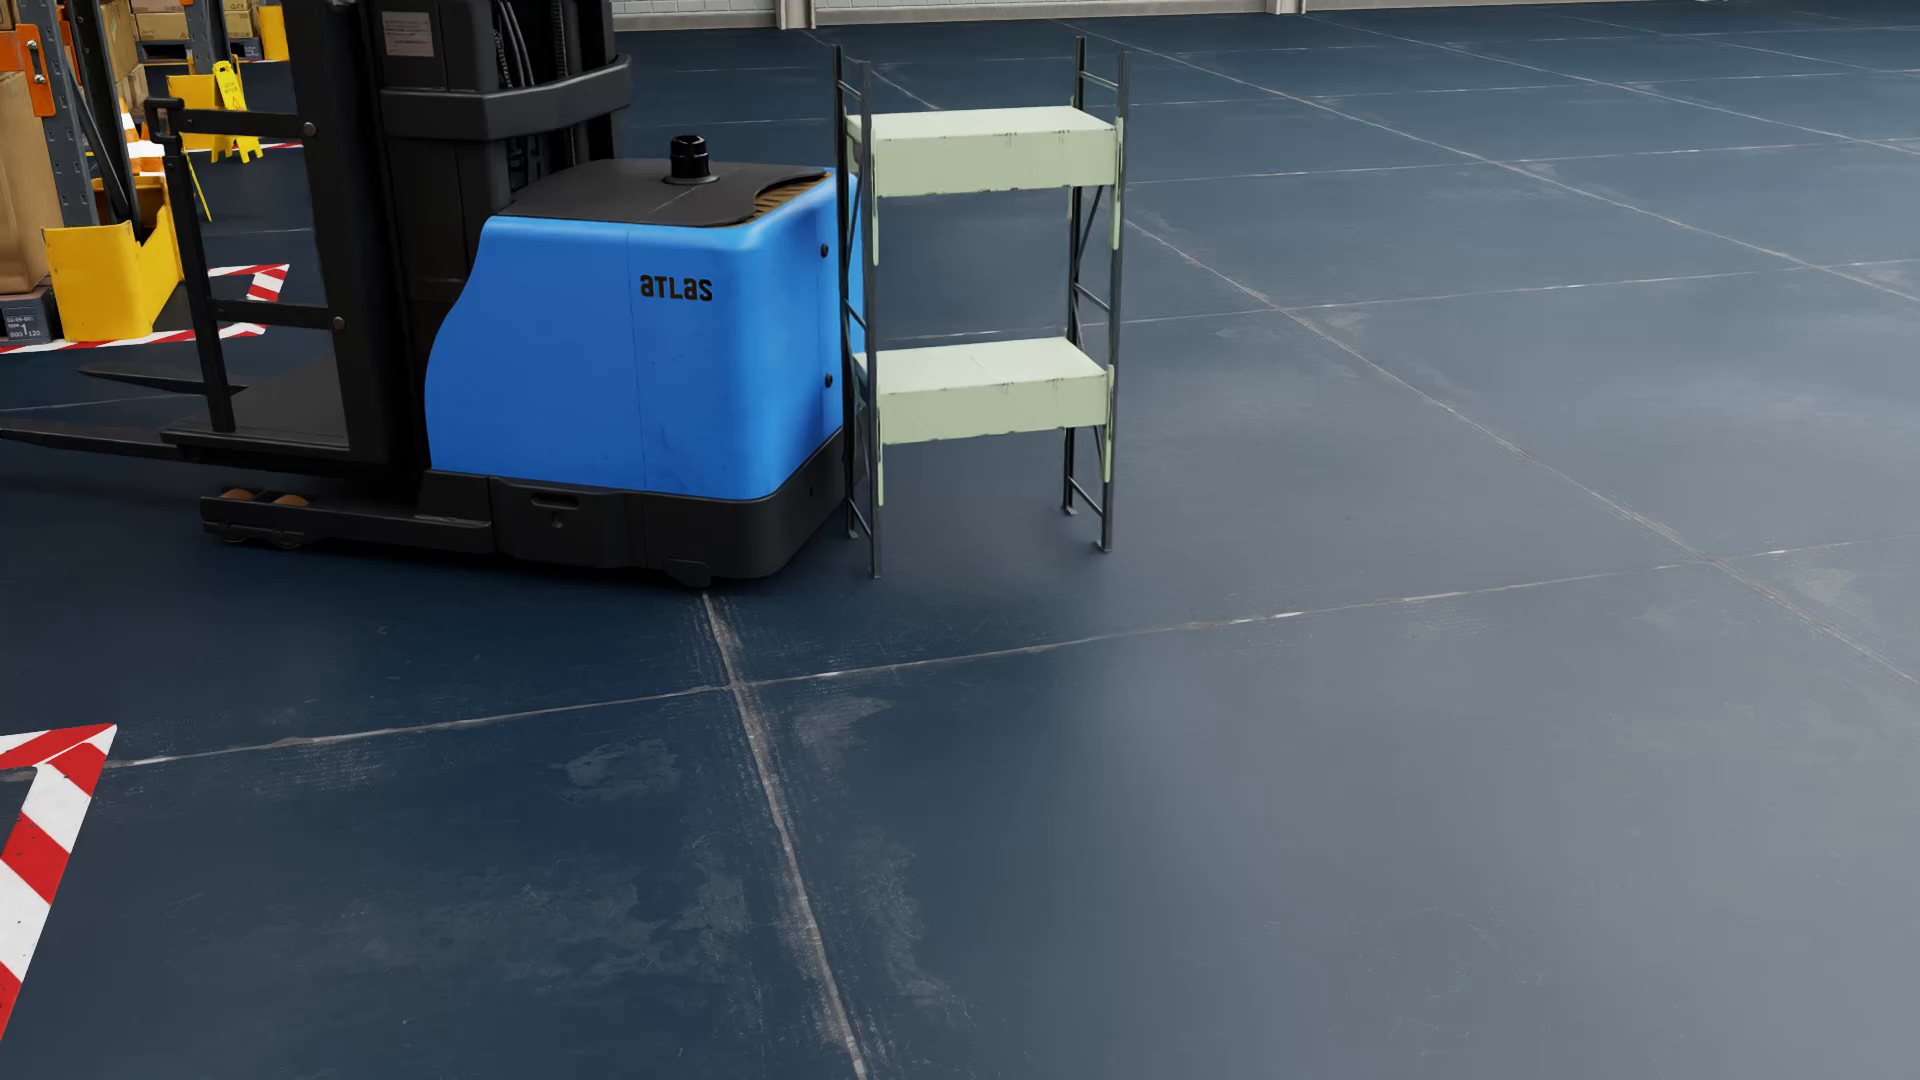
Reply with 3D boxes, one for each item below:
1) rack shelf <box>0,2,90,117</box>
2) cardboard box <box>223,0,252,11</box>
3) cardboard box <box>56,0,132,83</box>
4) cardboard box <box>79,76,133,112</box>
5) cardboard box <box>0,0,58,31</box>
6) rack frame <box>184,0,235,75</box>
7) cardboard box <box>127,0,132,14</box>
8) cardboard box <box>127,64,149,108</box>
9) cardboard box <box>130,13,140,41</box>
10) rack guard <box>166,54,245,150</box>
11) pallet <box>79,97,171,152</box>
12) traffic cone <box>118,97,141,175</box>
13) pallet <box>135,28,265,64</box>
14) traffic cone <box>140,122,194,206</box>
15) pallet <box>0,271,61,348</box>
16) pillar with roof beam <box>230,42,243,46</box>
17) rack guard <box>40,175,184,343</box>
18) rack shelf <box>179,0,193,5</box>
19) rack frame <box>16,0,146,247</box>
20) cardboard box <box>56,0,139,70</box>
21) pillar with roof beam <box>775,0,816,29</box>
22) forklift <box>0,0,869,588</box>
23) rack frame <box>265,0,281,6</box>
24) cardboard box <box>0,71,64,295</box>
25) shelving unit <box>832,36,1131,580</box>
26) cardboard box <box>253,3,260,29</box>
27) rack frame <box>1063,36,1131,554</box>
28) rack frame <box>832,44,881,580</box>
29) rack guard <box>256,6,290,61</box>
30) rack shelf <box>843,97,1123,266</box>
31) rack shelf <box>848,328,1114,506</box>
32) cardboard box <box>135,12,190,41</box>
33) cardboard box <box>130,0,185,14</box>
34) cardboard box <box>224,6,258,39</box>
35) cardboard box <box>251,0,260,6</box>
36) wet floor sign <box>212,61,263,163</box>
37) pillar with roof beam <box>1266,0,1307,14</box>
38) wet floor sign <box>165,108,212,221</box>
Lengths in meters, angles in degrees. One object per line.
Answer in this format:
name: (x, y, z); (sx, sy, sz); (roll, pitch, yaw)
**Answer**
rack shelf: (-5.849, -1.926, 6.846); (4.000, 0.370, 1.077); (-6, 24, -14)
cardboard box: (-7.087, -5.211, 15.910); (0.500, 0.250, 0.500); (-7, 24, -15)
cardboard box: (-6.059, -3.428, 11.438); (0.500, 0.500, 0.500); (-6, 24, -14)
cardboard box: (-6.087, -3.076, 11.570); (0.500, 0.250, 0.500); (-6, 24, -15)
cardboard box: (-4.269, -2.482, 7.039); (0.550, 0.550, 0.875); (-6, 24, -14)
rack frame: (-5.358, -4.338, 11.556); (0.127, 3.000, 1.000); (-6, 24, -14)
cardboard box: (-8.064, -5.098, 15.648); (0.500, 0.250, 0.500); (-7, 24, -16)
cardboard box: (-6.210, -3.286, 12.059); (0.500, 0.250, 0.500); (-7, 24, -15)
cardboard box: (-8.035, -4.882, 15.779); (0.500, 0.250, 0.500); (-6, 24, -14)
rack guard: (-5.431, -3.181, 12.030); (0.348, 0.500, 1.175); (-6, 24, -14)
pallet: (-6.223, -2.975, 11.916); (1.213, 0.211, 1.003); (-6, 24, -14)
traffic cone: (-5.424, -2.637, 10.808); (0.334, 0.463, 0.336); (-6, 24, -14)
pallet: (-7.428, -4.843, 16.270); (1.213, 0.211, 1.003); (-6, 24, -14)
traffic cone: (-4.797, -2.251, 9.910); (0.334, 0.463, 0.336); (-6, 24, -14)
pallet: (-4.673, -1.073, 7.483); (1.213, 0.211, 1.003); (-6, 24, -14)
pillar with roof beam: (-6.454, -7.613, 11.579); (0.400, 9.000, 9.100); (-6, 24, -14)
rack guard: (-3.901, -1.323, 7.700); (0.348, 0.500, 1.175); (-6, 24, -14)
rack shelf: (-7.284, -3.794, 11.201); (4.000, 0.370, 1.077); (-6, 24, -14)
rack frame: (-3.924, -2.469, 7.201); (0.127, 3.000, 1.000); (-6, 24, -14)
cardboard box: (-6.232, -3.628, 11.905); (0.500, 0.500, 0.500); (-7, 24, -16)
pillar with roof beam: (-0.677, -8.252, 13.069); (0.400, 9.000, 9.100); (-6, 24, -14)
forklift: (-1.877, -1.511, 5.055); (3.031, 2.935, 1.130); (6, 24, 14)
rack frame: (-6.703, -6.222, 15.947); (0.127, 3.000, 1.000); (-6, 24, -14)
cardboard box: (-4.559, -1.589, 7.310); (0.875, 0.875, 0.875); (-6, 24, -14)
shelving unit: (0.052, -0.685, 4.944); (0.755, 1.500, 0.431); (-6, 24, -14)
cardboard box: (-7.228, -5.173, 16.457); (0.500, 0.250, 0.500); (-6, 24, -14)
rack frame: (0.405, -0.724, 5.035); (0.023, 1.500, 0.400); (-6, 24, -14)
rack frame: (-0.300, -0.646, 4.853); (0.023, 1.500, 0.400); (-6, 24, -14)
rack guard: (-6.679, -5.076, 16.445); (0.348, 0.500, 1.175); (-6, 24, -14)
rack shelf: (0.052, -1.044, 4.790); (0.720, 0.370, 0.431); (-6, 24, -14)
rack shelf: (0.052, -0.385, 5.073); (0.720, 0.370, 0.431); (-6, 24, -14)
cardboard box: (-7.551, -4.932, 15.895); (0.500, 0.250, 0.500); (-6, 24, -14)
cardboard box: (-7.573, -5.161, 15.795); (0.500, 0.250, 0.500); (-7, 24, -15)
cardboard box: (-7.070, -4.981, 16.010); (0.500, 0.250, 0.500); (-6, 24, -14)
cardboard box: (-7.211, -5.410, 16.374); (0.500, 0.250, 0.500); (-6, 24, -13)
wet floor sign: (-4.886, -2.870, 11.120); (0.232, 0.644, 0.267); (2, 23, 4)
pillar with roof beam: (5.100, -8.891, 14.558); (0.400, 9.000, 9.100); (-6, 24, -14)
wet floor sign: (-4.431, -2.142, 9.424); (0.232, 0.644, 0.267); (-11, 25, -23)
